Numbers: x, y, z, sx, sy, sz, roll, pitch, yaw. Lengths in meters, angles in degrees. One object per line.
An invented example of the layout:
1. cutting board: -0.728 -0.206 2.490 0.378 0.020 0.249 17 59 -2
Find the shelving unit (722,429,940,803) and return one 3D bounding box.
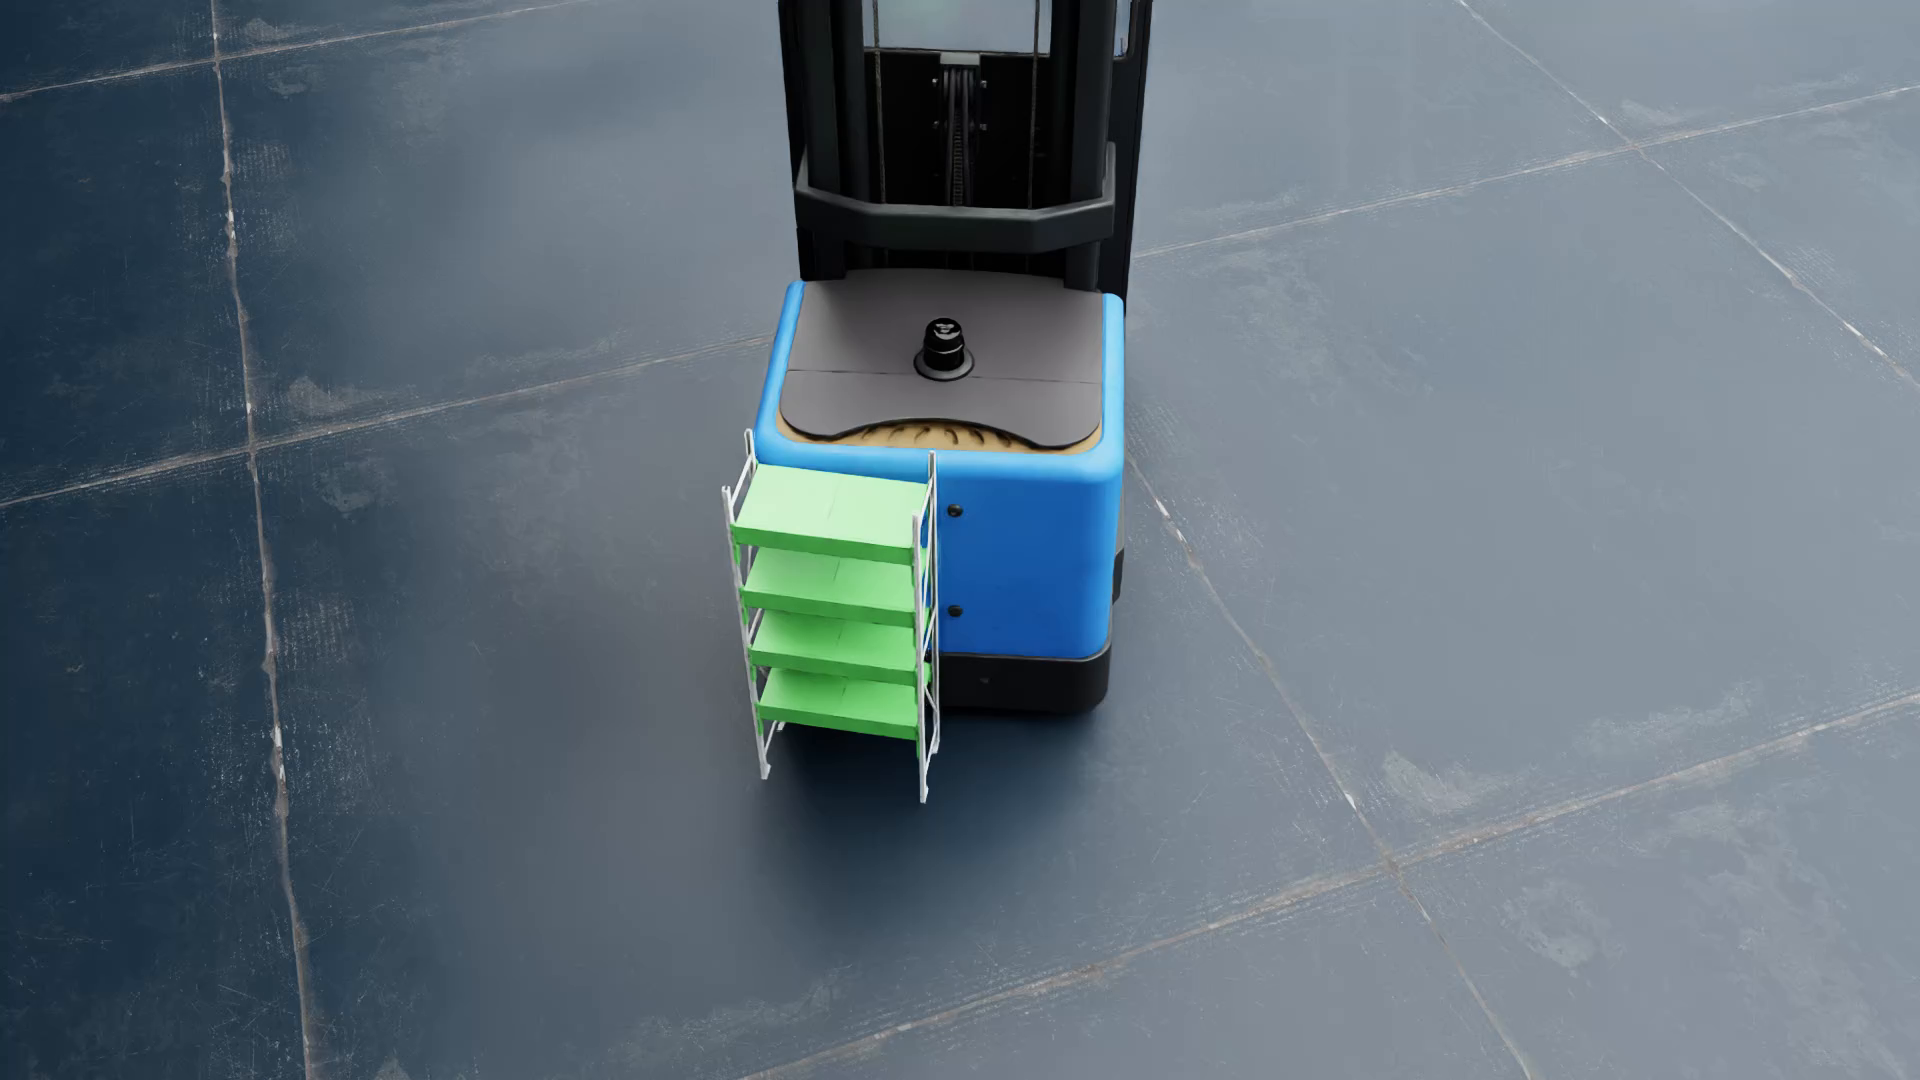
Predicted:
1. shelving unit: -0.331 0.248 4.656 0.503 1.200 0.258 7 46 7

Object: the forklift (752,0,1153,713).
1. forklift: 0.031 -1.543 5.218 1.130 2.935 3.031 3 45 3

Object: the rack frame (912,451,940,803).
1. rack frame: -0.091 0.278 4.626 0.015 1.200 0.240 7 46 7

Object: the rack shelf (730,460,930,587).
1. rack shelf: -0.331 -0.046 4.361 0.480 0.148 0.258 7 46 7

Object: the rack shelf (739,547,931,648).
1. rack shelf: -0.331 0.124 4.531 0.480 0.148 0.258 7 46 7

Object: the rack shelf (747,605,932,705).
1. rack shelf: -0.331 0.293 4.701 0.480 0.148 0.258 7 46 7

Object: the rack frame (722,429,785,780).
1. rack frame: -0.571 0.218 4.686 0.015 1.200 0.240 7 46 7

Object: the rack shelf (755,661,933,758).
1. rack shelf: -0.331 0.463 4.871 0.480 0.148 0.258 7 46 7
